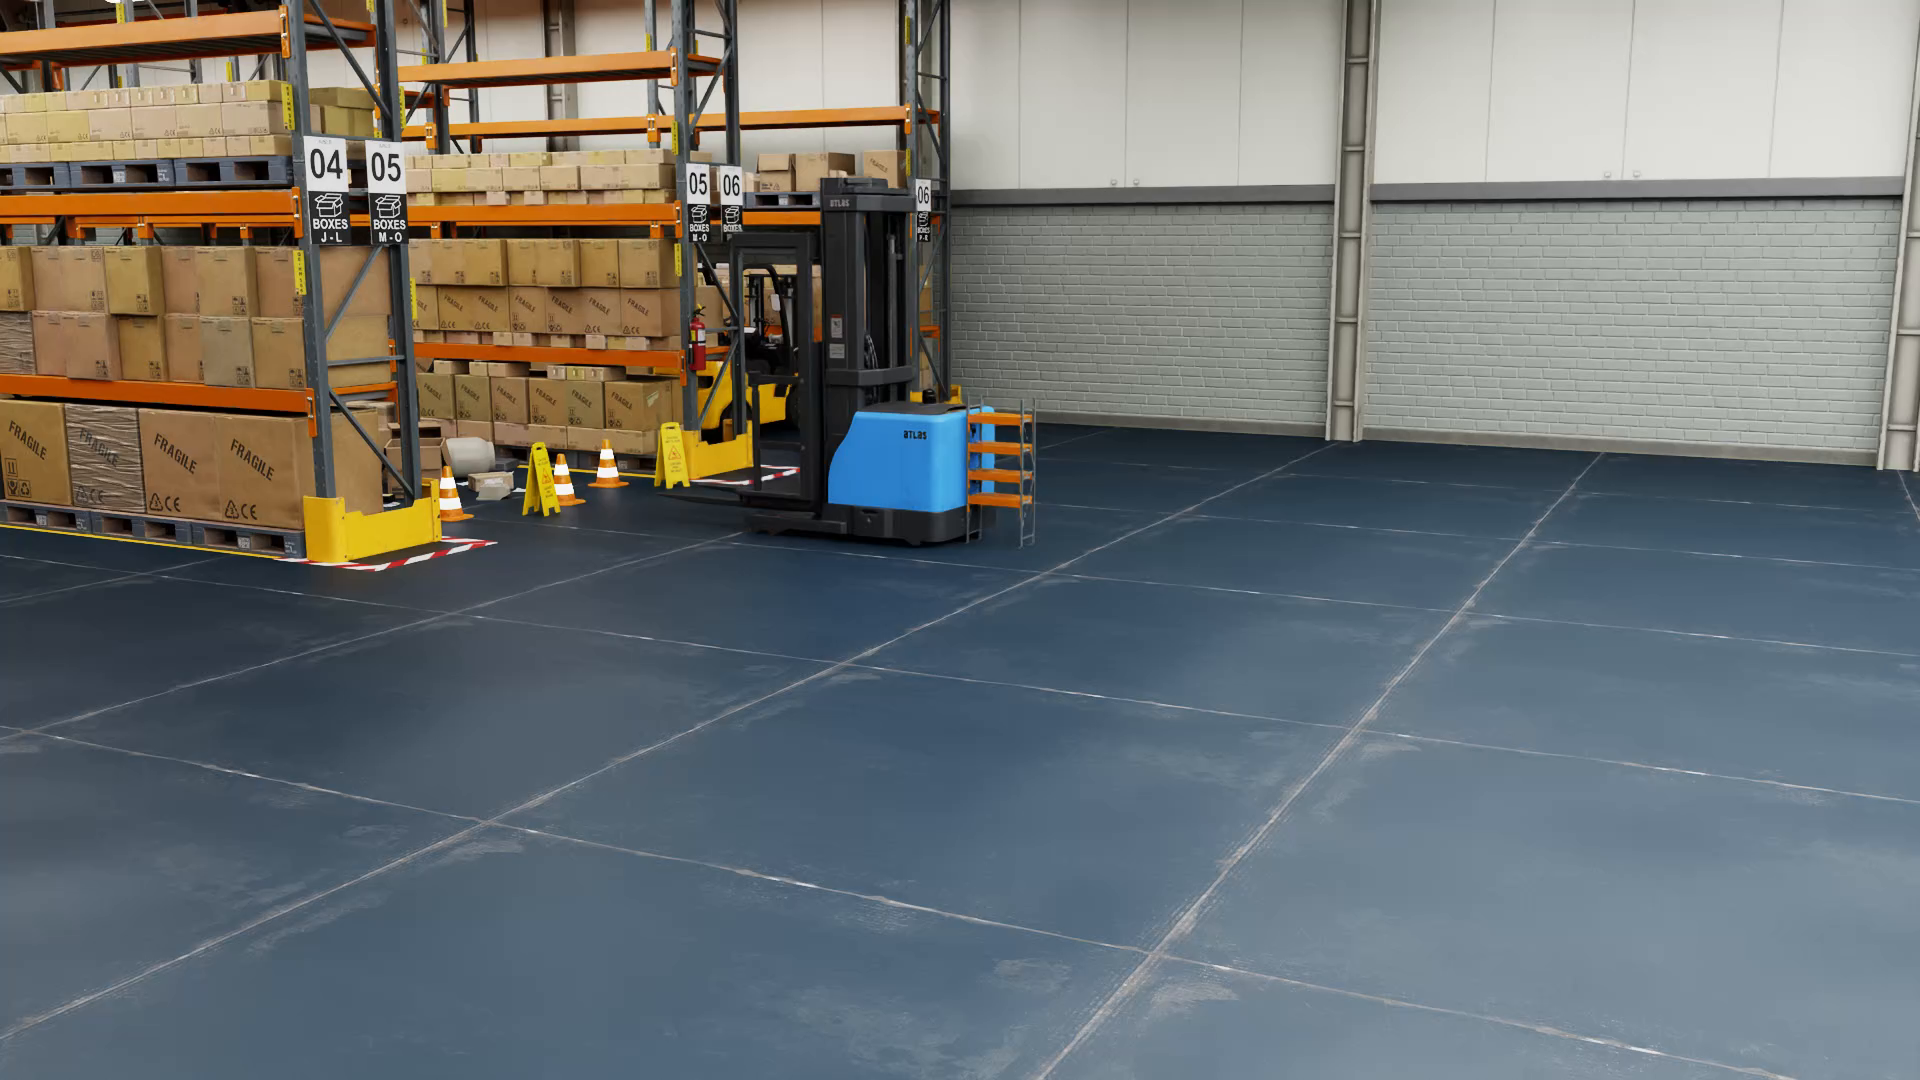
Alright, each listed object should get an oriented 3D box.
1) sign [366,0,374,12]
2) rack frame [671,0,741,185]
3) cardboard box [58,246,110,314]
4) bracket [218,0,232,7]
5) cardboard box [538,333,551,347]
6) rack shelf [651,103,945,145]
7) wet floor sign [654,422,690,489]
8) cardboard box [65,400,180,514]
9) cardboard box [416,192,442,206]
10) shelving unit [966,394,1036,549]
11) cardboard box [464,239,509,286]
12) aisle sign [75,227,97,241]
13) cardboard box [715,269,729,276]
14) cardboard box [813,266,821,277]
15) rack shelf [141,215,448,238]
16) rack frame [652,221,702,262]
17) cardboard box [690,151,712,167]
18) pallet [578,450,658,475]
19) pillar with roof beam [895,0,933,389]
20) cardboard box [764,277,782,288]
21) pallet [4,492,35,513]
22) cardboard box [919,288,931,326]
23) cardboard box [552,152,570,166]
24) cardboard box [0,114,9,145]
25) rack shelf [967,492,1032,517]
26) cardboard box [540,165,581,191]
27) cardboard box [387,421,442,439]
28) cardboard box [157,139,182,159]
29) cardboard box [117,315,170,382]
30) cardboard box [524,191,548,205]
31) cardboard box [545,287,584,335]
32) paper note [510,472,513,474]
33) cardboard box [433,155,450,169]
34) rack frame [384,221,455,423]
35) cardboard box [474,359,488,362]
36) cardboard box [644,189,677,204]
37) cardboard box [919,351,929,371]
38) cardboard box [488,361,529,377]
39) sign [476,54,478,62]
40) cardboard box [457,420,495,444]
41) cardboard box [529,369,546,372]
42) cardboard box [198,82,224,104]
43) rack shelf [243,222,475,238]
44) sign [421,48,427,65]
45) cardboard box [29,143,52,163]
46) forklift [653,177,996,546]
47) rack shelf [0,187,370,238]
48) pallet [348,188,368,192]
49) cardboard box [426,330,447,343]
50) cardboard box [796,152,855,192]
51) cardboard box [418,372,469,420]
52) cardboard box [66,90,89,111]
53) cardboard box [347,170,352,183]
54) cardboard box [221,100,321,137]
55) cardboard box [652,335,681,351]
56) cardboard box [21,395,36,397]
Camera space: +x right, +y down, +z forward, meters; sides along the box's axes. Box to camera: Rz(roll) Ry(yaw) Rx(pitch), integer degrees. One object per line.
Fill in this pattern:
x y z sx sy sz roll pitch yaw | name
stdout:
-6.419 -5.916 18.085 0.005 0.325 0.100 5 11 26 | sign
-2.592 -5.153 16.933 0.127 3.000 1.000 5 11 26 | rack frame
-6.995 -2.199 14.003 0.550 0.550 0.875 5 11 26 | cardboard box
-11.915 -8.837 27.185 0.430 0.232 0.235 5 11 26 | bracket
-4.384 -2.196 18.147 0.250 0.149 0.380 5 11 26 | cardboard box
-2.192 -5.553 22.285 4.000 0.370 1.077 5 11 26 | rack shelf
-2.895 -0.856 16.650 0.267 0.644 0.232 -10 14 -43 | wet floor sign
-6.935 -0.747 14.224 0.875 0.875 0.875 5 11 26 | cardboard box
-5.799 -3.775 18.447 0.250 0.149 0.380 5 11 26 | cardboard box
0.329 -0.555 13.430 0.503 1.200 0.258 6 12 28 | shelving unit
-4.993 -3.047 18.217 0.500 0.500 0.700 5 11 25 | cardboard box
-14.938 -5.492 28.355 0.004 0.787 0.394 5 11 26 | aisle sign
-3.139 -3.690 22.757 0.250 0.149 0.380 5 12 27 | cardboard box
-1.768 -3.568 22.086 0.250 0.149 0.380 5 12 27 | cardboard box
-7.972 -3.796 19.877 4.000 0.370 1.077 5 11 26 | rack shelf
-3.986 -3.309 23.591 0.127 3.000 1.000 5 11 26 | rack frame
-2.820 -4.006 17.486 0.250 0.149 0.380 5 11 25 | cardboard box
-3.373 -0.904 18.134 1.213 0.211 1.003 5 11 26 | pallet
-2.529 -5.457 18.615 0.400 9.000 9.100 5 11 26 | pillar with roof beam
-2.439 -3.485 22.462 0.250 0.149 0.380 5 11 25 | cardboard box
-9.004 -0.394 15.315 1.213 0.211 1.003 5 11 26 | pallet
-0.720 -3.126 22.301 0.500 0.500 0.500 5 12 28 | cardboard box
-4.121 -4.042 17.685 0.250 0.149 0.380 5 11 24 | cardboard box
-7.964 -3.439 14.010 0.500 0.250 0.500 5 11 26 | cardboard box
0.329 -0.294 13.477 0.480 0.148 0.258 6 12 28 | rack shelf
-4.088 -3.827 17.614 0.500 0.250 0.500 5 12 27 | cardboard box
-5.820 -0.985 17.764 0.500 0.500 0.500 -4 11 -23 | cardboard box
-6.053 -3.063 13.053 0.250 0.149 0.380 5 11 25 | cardboard box
-6.487 -1.637 13.933 0.500 0.550 0.875 5 11 26 | cardboard box
-4.433 -3.651 17.761 0.250 0.149 0.380 5 11 25 | cardboard box
-4.094 -2.475 17.868 0.500 0.500 0.500 5 11 26 | cardboard box
-4.807 -0.709 17.562 0.148 0.019 0.142 1 10 6 | paper note
-5.562 -4.146 18.258 0.250 0.149 0.380 5 11 24 | cardboard box
-6.179 -2.516 19.209 0.127 3.000 1.000 5 11 26 | rack frame
-7.020 -2.611 25.223 0.625 0.625 0.875 5 12 28 | cardboard box
-3.035 -3.537 17.131 0.250 0.149 0.380 5 11 26 | cardboard box
-0.746 -2.408 22.344 0.500 0.250 0.500 5 11 25 | cardboard box
-4.979 -1.888 18.353 0.250 0.149 0.380 6 12 29 | cardboard box
-7.331 -7.203 25.192 0.005 0.325 0.100 5 11 26 | sign
-5.285 -1.240 18.699 0.500 0.250 0.500 6 12 29 | cardboard box
-5.073 -1.695 19.109 0.500 0.500 0.500 5 12 27 | cardboard box
-5.597 -3.415 12.762 0.250 0.149 0.380 5 12 27 | cardboard box
-9.367 -4.904 26.000 4.000 0.370 1.077 5 11 26 | rack shelf
-7.804 -6.987 24.225 0.005 0.325 0.100 5 11 26 | sign
-7.422 -3.183 13.717 0.250 0.149 0.380 5 11 25 | cardboard box
-1.235 -1.559 14.111 3.031 2.935 1.130 6 12 28 | forklift
-6.485 -2.682 13.723 4.000 0.370 1.077 5 11 26 | rack shelf
-6.685 -3.965 19.321 1.003 0.211 1.213 5 11 26 | pallet
-5.789 -2.305 18.747 0.250 0.149 0.380 5 12 27 | cardboard box
-1.778 -4.867 22.039 0.500 0.500 0.700 5 11 26 | cardboard box
-5.769 -1.649 18.855 0.500 0.500 0.500 6 12 29 | cardboard box
-6.960 -3.535 13.423 0.250 0.149 0.380 5 11 26 | cardboard box
-6.767 -4.148 19.044 0.500 0.250 0.500 5 11 25 | cardboard box
-5.254 -3.201 12.695 0.500 0.250 0.500 5 11 27 | cardboard box
-3.022 -2.072 17.464 0.250 0.149 0.380 5 12 28 | cardboard box
-11.948 -2.201 22.258 0.875 0.875 0.875 5 12 27 | cardboard box
